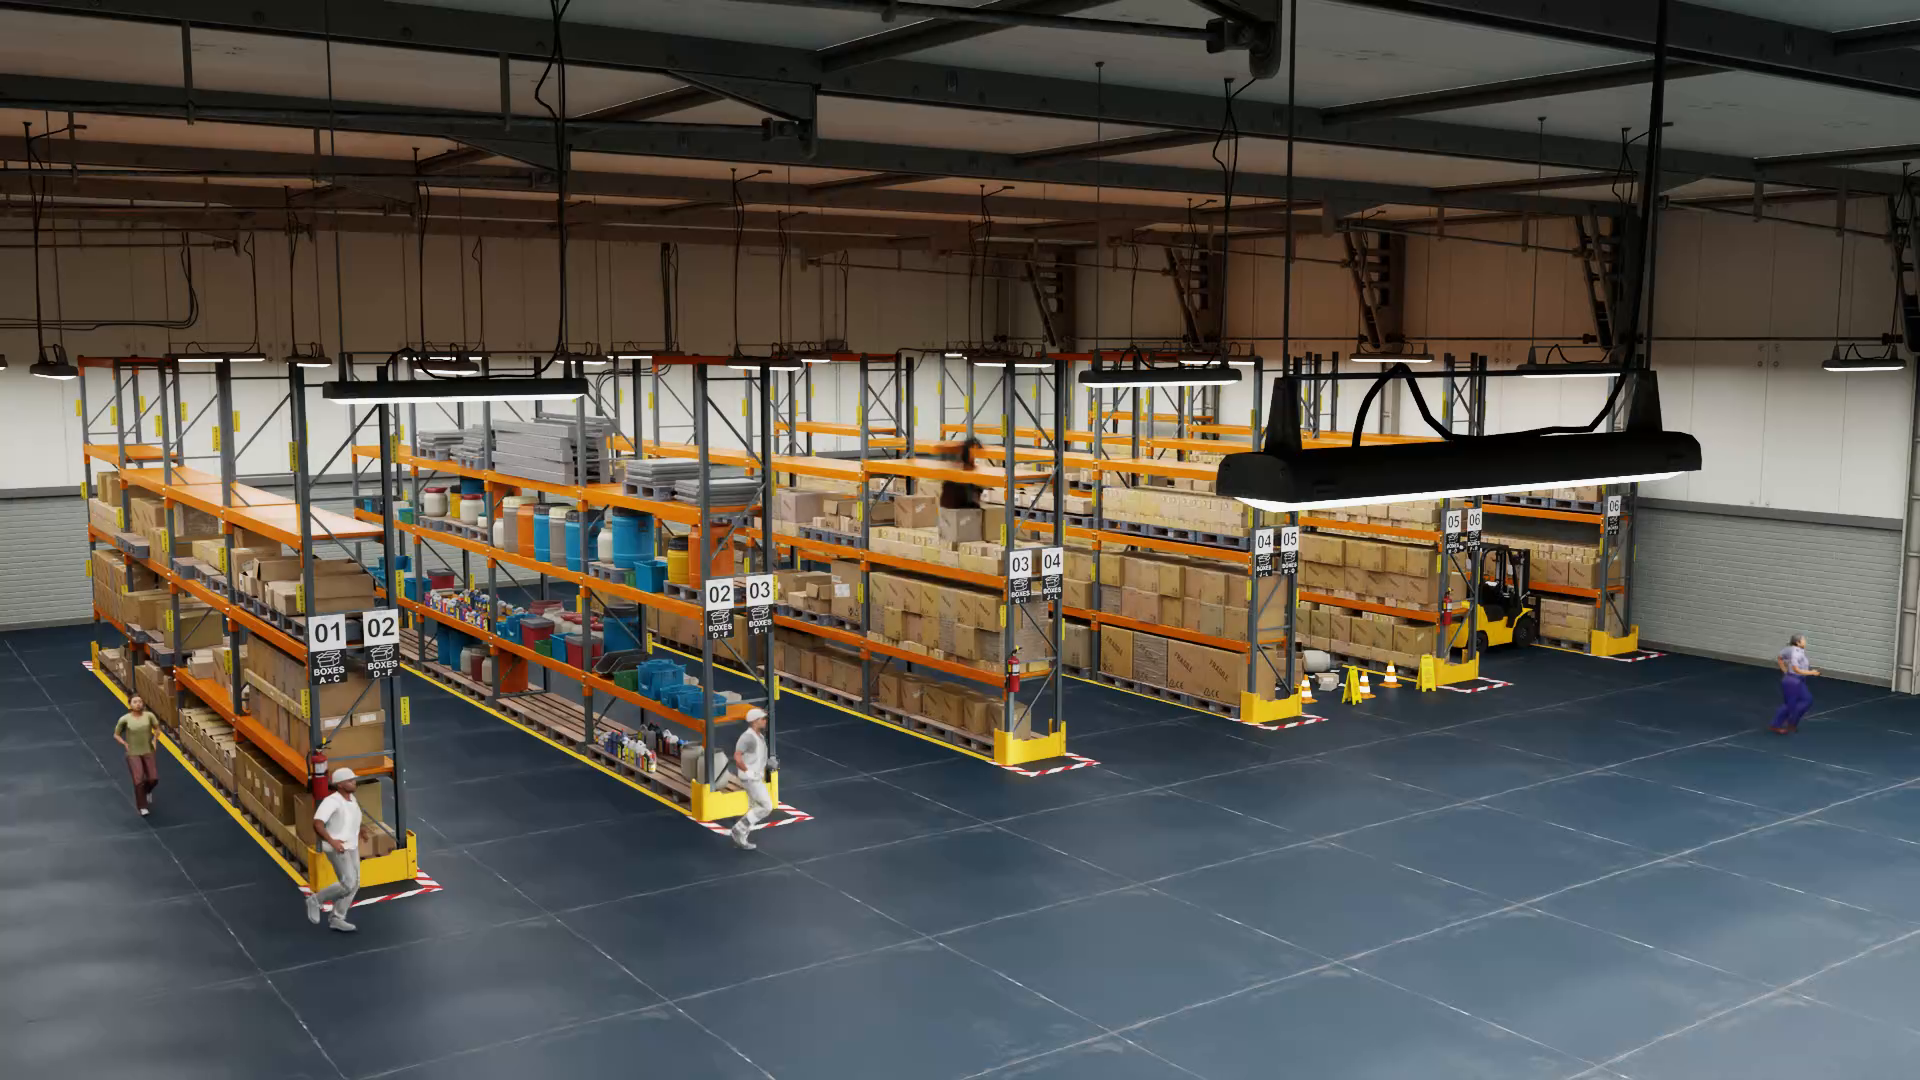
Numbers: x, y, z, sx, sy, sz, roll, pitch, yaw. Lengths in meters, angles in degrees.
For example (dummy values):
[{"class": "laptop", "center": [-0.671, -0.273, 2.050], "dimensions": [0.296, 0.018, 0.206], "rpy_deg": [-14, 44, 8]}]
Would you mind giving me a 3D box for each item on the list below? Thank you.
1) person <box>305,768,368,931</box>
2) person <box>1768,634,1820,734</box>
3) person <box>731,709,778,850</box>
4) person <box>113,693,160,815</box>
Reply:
[{"class": "person", "center": [-6.732, 3.313, 17.981], "dimensions": [0.583, 1.712, 0.743], "rpy_deg": [0, 7, 4]}, {"class": "person", "center": [13.335, 2.327, 26.561], "dimensions": [0.686, 1.657, 0.593], "rpy_deg": [3, 8, 25]}, {"class": "person", "center": [-2.548, 2.964, 20.779], "dimensions": [0.544, 1.719, 0.668], "rpy_deg": [1, 7, 5]}, {"class": "person", "center": [-10.945, 2.842, 22.176], "dimensions": [0.577, 1.620, 0.566], "rpy_deg": [-5, 9, -36]}]
